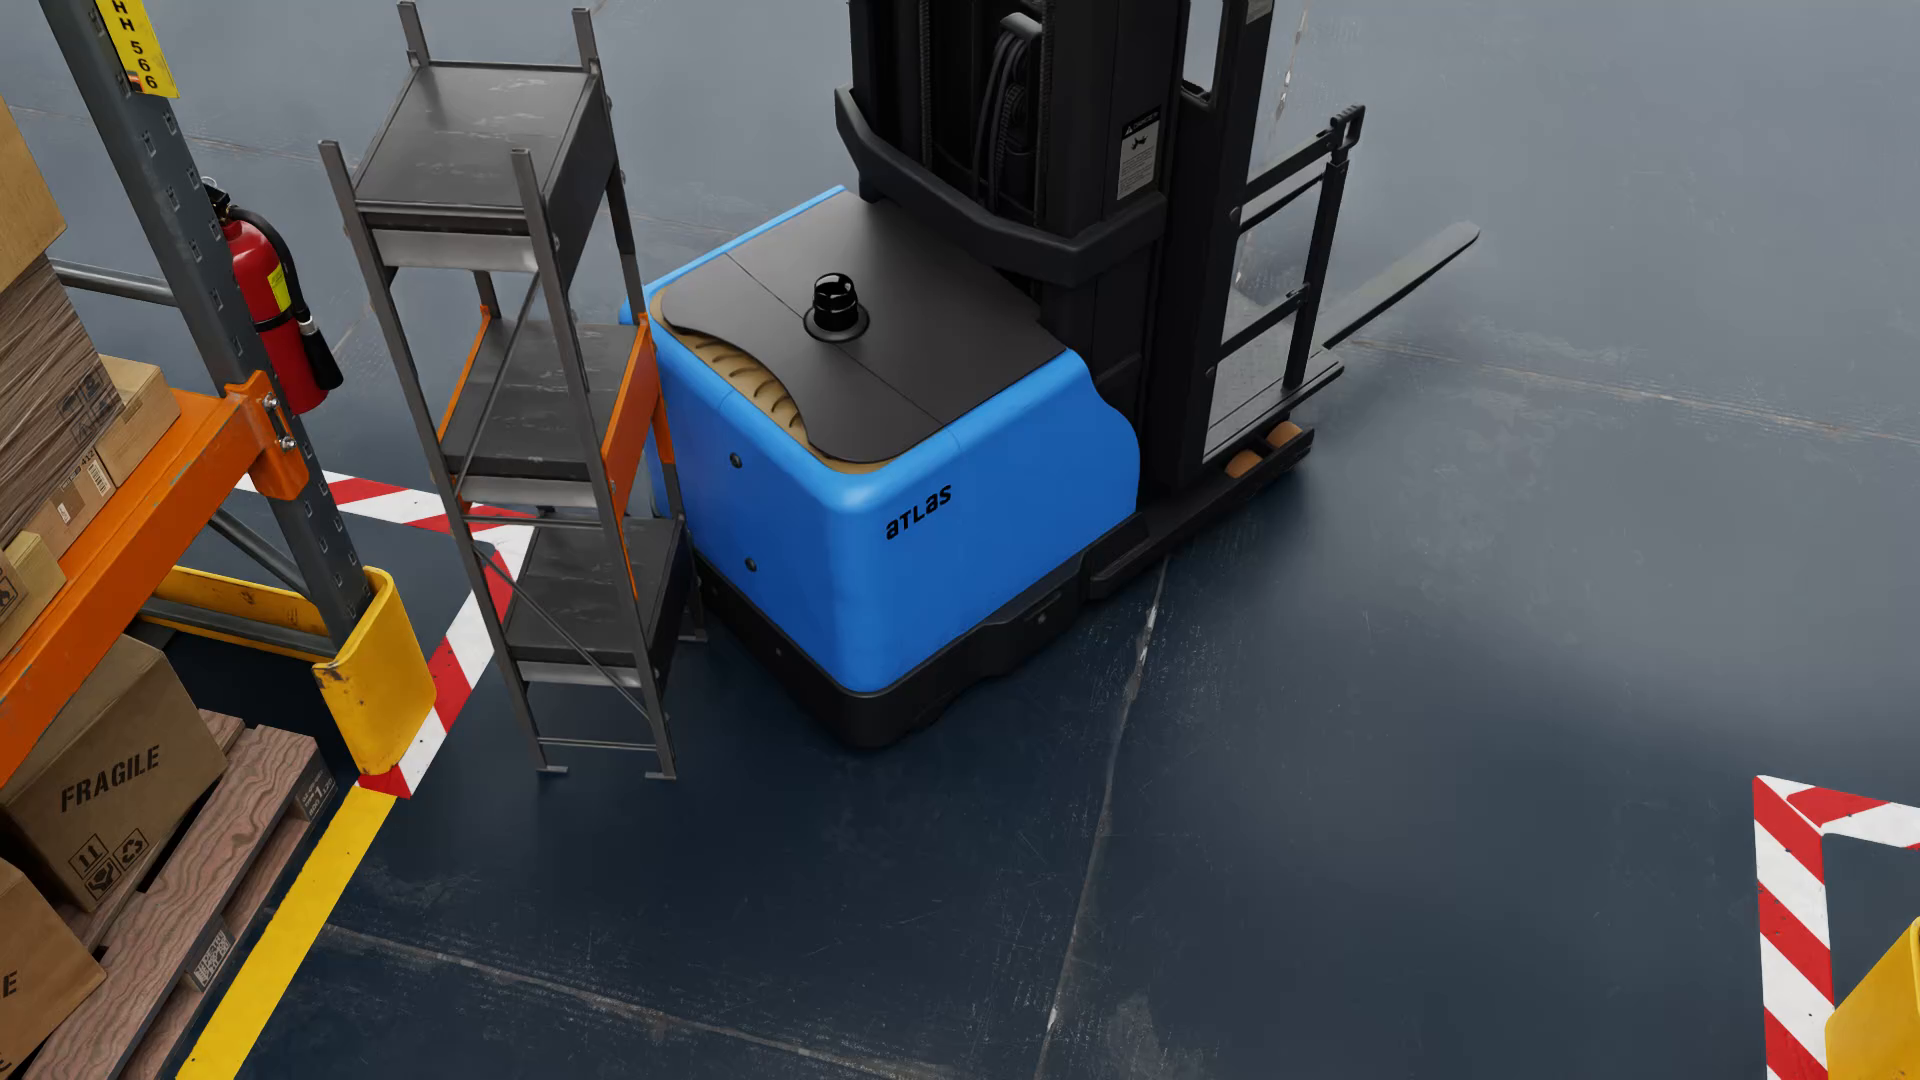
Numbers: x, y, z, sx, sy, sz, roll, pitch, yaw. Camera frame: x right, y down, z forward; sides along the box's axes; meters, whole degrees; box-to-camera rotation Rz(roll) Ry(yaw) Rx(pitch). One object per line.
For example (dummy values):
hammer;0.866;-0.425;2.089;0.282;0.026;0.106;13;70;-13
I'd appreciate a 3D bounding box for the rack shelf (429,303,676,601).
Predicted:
rack shelf;-0.976;-0.211;4.053;0.431;0.518;0.480;3;49;3

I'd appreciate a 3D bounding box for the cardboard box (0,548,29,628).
cardboard box;-2.286;0.031;2.957;0.875;0.500;0.500;12;50;10

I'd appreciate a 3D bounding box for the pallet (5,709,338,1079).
pallet;-2.367;0.943;4.277;1.003;0.211;1.213;12;50;10

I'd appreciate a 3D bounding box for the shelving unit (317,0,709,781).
shelving unit;-0.976;-0.220;4.043;0.431;2.100;0.503;3;49;3

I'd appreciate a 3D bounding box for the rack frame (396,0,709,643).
rack frame;-0.957;-0.403;4.204;0.400;2.100;0.015;3;49;3

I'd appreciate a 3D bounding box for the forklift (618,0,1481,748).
forklift;0.513;-1.360;4.495;3.031;2.935;1.130;-34;57;-26

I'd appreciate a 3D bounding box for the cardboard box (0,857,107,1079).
cardboard box;-2.404;0.961;3.788;0.500;0.500;0.500;24;53;20

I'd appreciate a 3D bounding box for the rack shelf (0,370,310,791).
rack shelf;-2.626;1.070;2.785;1.077;0.370;4.000;12;50;10

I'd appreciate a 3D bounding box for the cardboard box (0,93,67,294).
cardboard box;-2.006;-0.631;2.874;0.500;0.500;0.500;12;50;10

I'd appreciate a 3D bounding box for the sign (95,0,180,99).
sign;-1.569;-0.979;3.130;0.100;0.325;0.005;12;50;10

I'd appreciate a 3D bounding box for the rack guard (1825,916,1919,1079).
rack guard;2.704;1.254;3.810;1.175;0.500;0.348;12;50;10

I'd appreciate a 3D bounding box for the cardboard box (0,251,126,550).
cardboard box;-2.271;-0.354;3.297;0.875;0.500;0.500;12;50;10

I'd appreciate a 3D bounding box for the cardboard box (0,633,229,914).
cardboard box;-2.280;0.522;4.176;0.500;0.500;0.500;20;52;17

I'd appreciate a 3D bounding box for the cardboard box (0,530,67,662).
cardboard box;-2.058;0.087;3.340;0.380;0.149;0.250;12;50;10

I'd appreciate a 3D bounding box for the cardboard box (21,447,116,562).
cardboard box;-2.042;-0.104;3.509;0.380;0.149;0.250;12;50;10

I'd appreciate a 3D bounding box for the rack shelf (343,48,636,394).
rack shelf;-0.979;-0.674;3.528;0.431;0.518;0.480;3;49;3

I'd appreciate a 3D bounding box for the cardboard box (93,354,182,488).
cardboard box;-1.975;-0.285;3.668;0.380;0.149;0.250;12;50;10

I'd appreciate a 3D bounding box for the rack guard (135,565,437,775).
rack guard;-2.119;0.267;4.681;1.175;0.500;0.348;12;50;10

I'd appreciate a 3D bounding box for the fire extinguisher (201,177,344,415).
fire extinguisher;-1.625;-0.581;3.814;0.296;0.674;0.183;12;50;10

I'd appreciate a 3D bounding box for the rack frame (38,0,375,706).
rack frame;-2.099;-0.615;3.792;1.000;3.000;0.127;12;50;10

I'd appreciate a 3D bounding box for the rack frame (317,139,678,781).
rack frame;-0.995;-0.038;3.882;0.400;2.100;0.015;3;49;3

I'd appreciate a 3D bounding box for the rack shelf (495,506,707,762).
rack shelf;-0.973;0.252;4.578;0.431;0.518;0.480;3;49;3
